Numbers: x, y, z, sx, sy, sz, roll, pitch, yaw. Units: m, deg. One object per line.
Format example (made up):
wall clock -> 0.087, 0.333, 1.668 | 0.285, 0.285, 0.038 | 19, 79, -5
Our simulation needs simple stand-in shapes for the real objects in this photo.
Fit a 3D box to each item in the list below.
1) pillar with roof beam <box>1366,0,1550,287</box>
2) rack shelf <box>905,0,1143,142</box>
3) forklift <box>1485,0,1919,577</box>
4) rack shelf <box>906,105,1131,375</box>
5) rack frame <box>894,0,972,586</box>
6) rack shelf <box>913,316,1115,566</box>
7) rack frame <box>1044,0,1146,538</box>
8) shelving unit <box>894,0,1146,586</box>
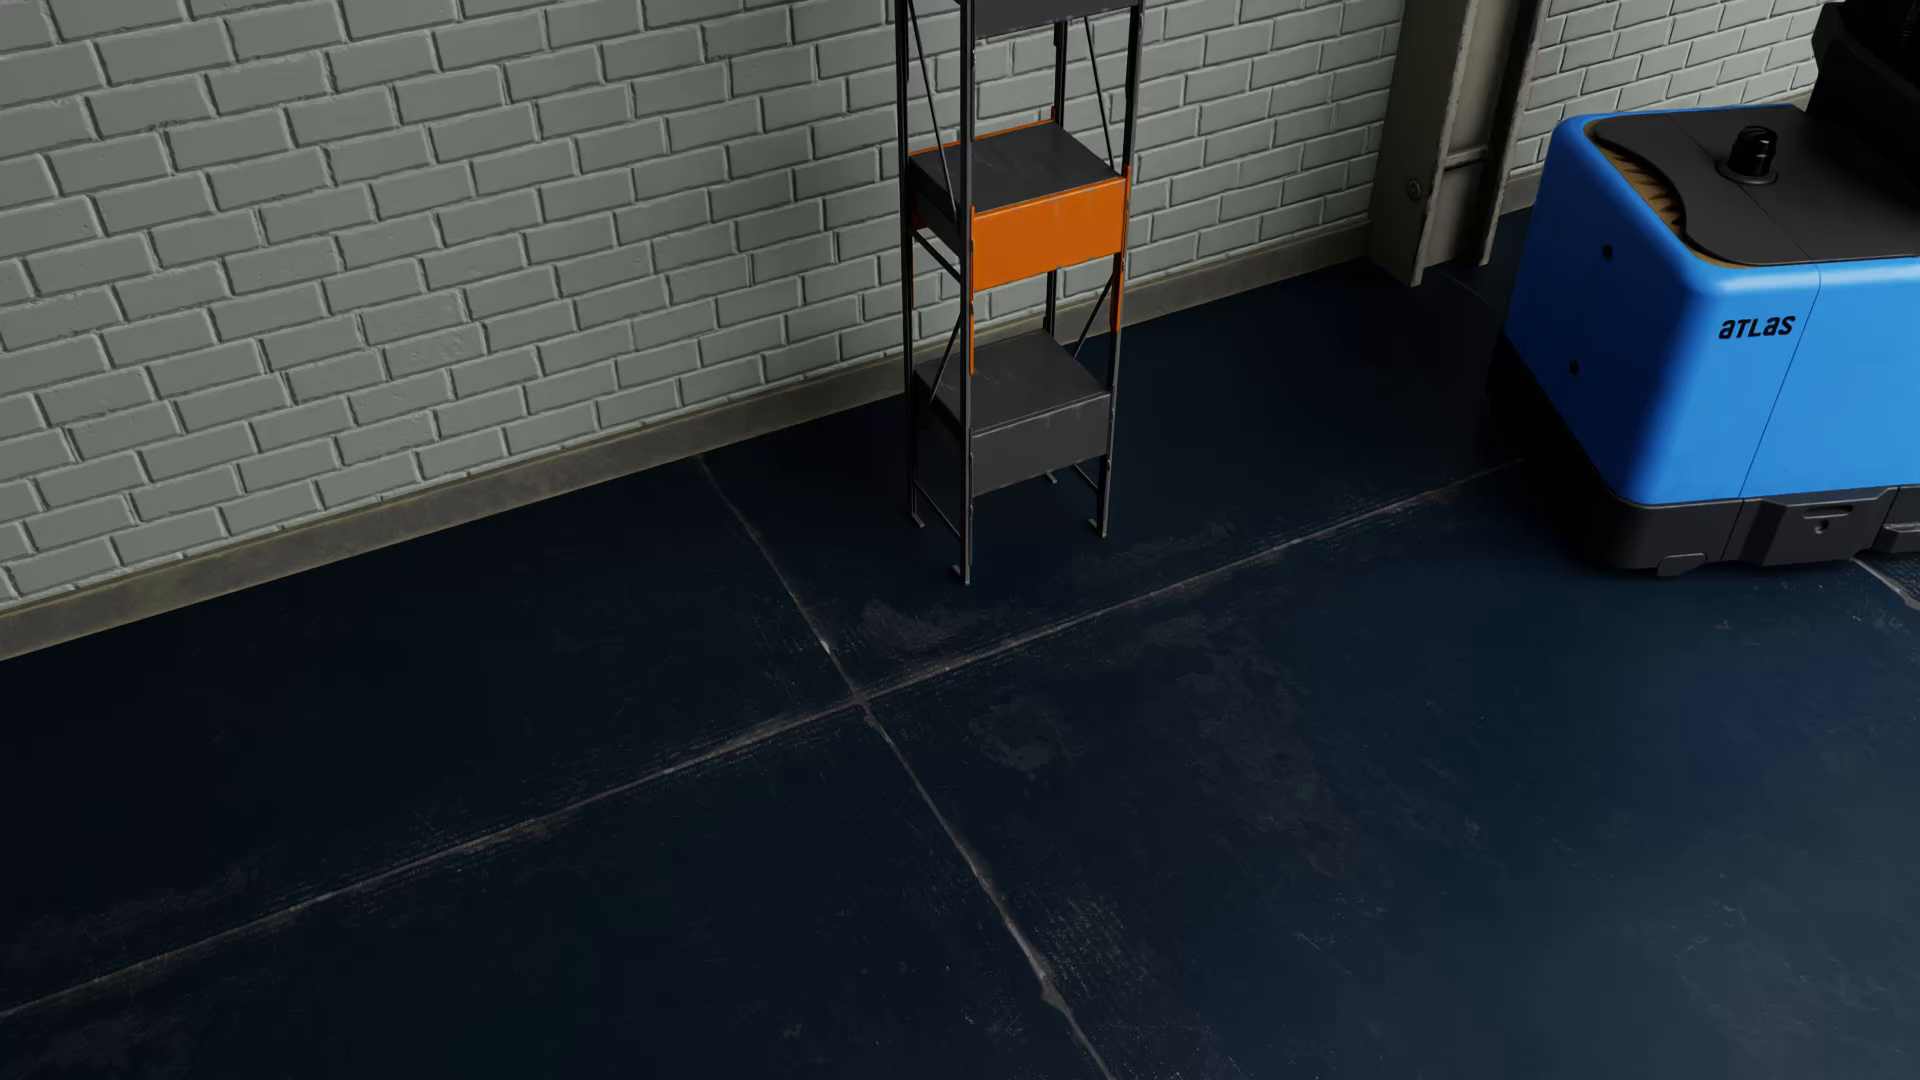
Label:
pillar with roof beam -> 3.824, -2.087, 0.750 | 0.400, 9.000, 9.100 | -19, 44, -21
rack shelf -> 0.147, -1.375, 4.187 | 0.480, 0.518, 0.431 | -19, 44, -21
forklift -> 3.373, -1.424, 4.664 | 3.031, 2.935, 1.130 | -5, 40, -5
rack shelf -> 0.147, -0.840, 4.639 | 0.480, 0.518, 0.431 | -19, 44, -21
rack frame -> -0.070, -0.778, 4.544 | 0.015, 2.100, 0.400 | -19, 44, -21
rack shelf -> 0.147, -0.306, 5.091 | 0.480, 0.518, 0.431 | -19, 44, -21
rack frame -> 0.363, -0.924, 4.716 | 0.015, 2.100, 0.400 | -19, 44, -21
shelving unit -> 0.147, -0.851, 4.630 | 0.503, 2.100, 0.431 | -19, 44, -21
